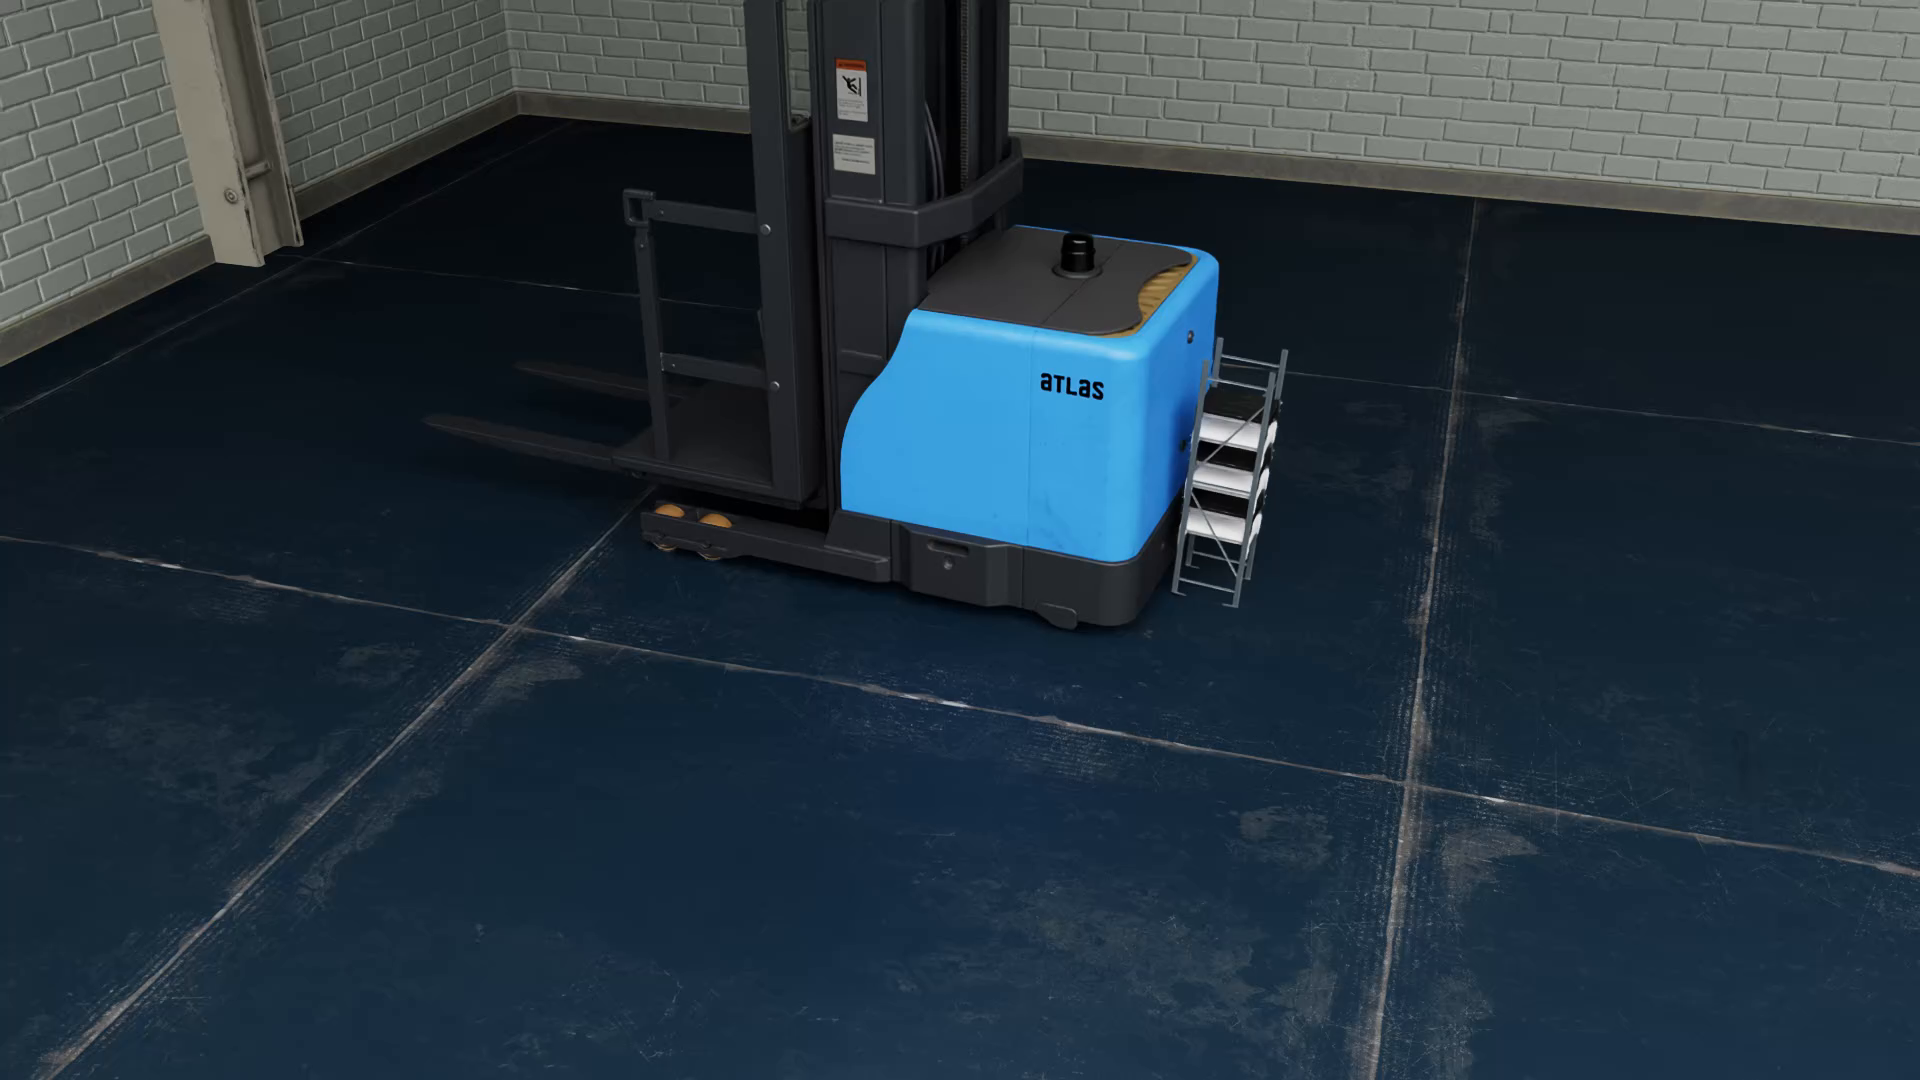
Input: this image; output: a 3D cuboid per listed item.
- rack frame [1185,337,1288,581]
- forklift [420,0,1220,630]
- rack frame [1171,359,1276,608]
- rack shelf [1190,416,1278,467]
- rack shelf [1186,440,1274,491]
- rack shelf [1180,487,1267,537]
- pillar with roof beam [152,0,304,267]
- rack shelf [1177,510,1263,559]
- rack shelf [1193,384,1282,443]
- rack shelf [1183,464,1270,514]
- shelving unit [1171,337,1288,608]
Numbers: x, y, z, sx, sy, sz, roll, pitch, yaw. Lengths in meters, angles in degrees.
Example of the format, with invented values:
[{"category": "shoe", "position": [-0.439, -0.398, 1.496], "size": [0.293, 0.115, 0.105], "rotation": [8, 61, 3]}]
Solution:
[{"category": "rack frame", "position": [0.956, -0.269, 5.793], "size": [0.240, 0.900, 0.006], "rotation": [13, 32, 16]}, {"category": "forklift", "position": [-0.635, -1.430, 5.806], "size": [3.031, 2.935, 1.130], "rotation": [11, 31, 20]}, {"category": "rack frame", "position": [0.884, -0.177, 5.626], "size": [0.240, 0.900, 0.006], "rotation": [13, 32, 16]}, {"category": "rack shelf", "position": [0.928, -0.349, 5.636], "size": [0.258, 0.077, 0.200], "rotation": [13, 32, 16]}, {"category": "rack shelf", "position": [0.923, -0.272, 5.681], "size": [0.258, 0.077, 0.200], "rotation": [13, 32, 16]}, {"category": "rack shelf", "position": [0.914, -0.117, 5.772], "size": [0.258, 0.077, 0.200], "rotation": [13, 32, 16]}, {"category": "pillar with roof beam", "position": [0.289, -4.887, 5.778], "size": [9.100, 9.000, 0.400], "rotation": [8, 30, 15]}, {"category": "rack shelf", "position": [0.909, -0.039, 5.817], "size": [0.258, 0.077, 0.200], "rotation": [13, 32, 16]}, {"category": "rack shelf", "position": [0.933, -0.427, 5.590], "size": [0.258, 0.077, 0.200], "rotation": [13, 32, 16]}, {"category": "rack shelf", "position": [0.918, -0.194, 5.726], "size": [0.258, 0.077, 0.200], "rotation": [13, 32, 16]}, {"category": "shelving unit", "position": [0.920, -0.223, 5.710], "size": [0.258, 0.900, 0.210], "rotation": [13, 32, 16]}]
